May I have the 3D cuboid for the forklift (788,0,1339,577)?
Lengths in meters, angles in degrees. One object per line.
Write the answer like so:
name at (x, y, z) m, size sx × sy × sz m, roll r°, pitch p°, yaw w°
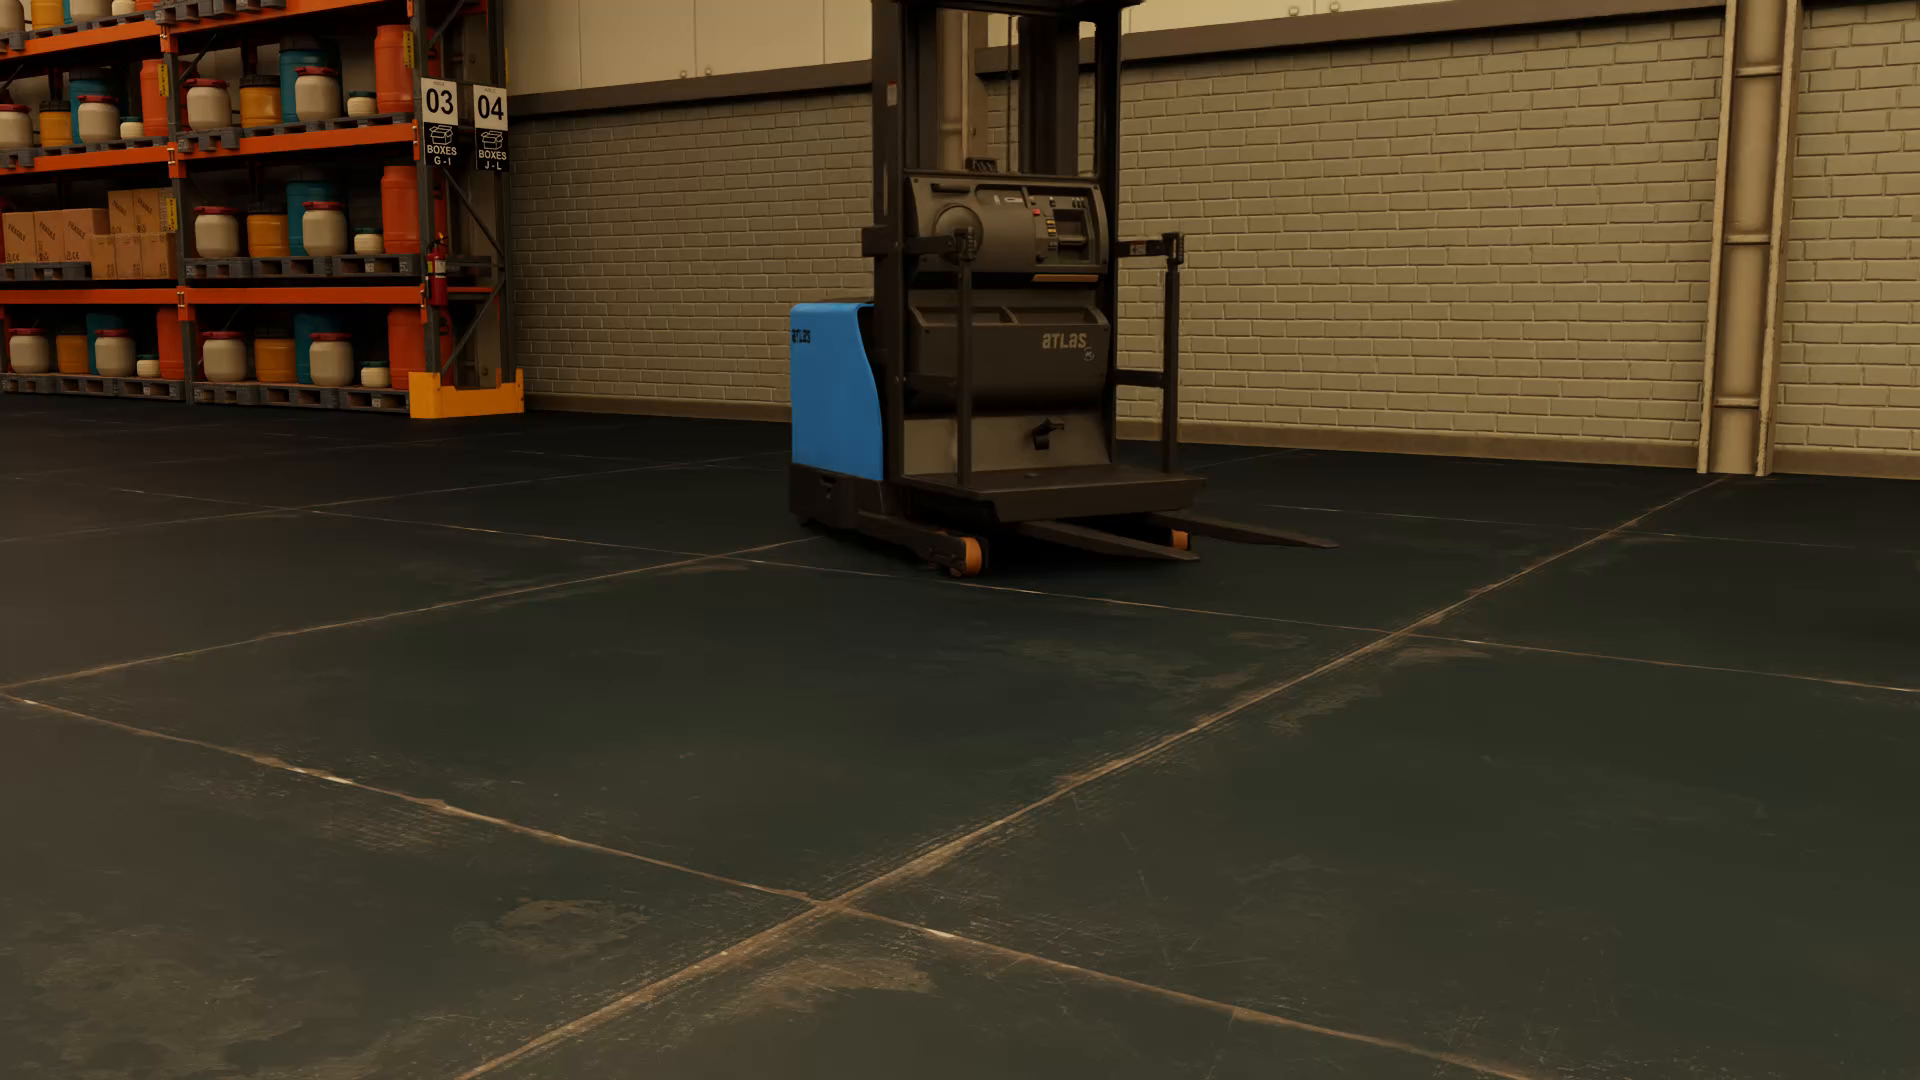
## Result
forklift at (0.320, -1.375, 6.861) m, size 1.130 × 2.935 × 3.031 m, roll -4°, pitch 9°, yaw -28°
